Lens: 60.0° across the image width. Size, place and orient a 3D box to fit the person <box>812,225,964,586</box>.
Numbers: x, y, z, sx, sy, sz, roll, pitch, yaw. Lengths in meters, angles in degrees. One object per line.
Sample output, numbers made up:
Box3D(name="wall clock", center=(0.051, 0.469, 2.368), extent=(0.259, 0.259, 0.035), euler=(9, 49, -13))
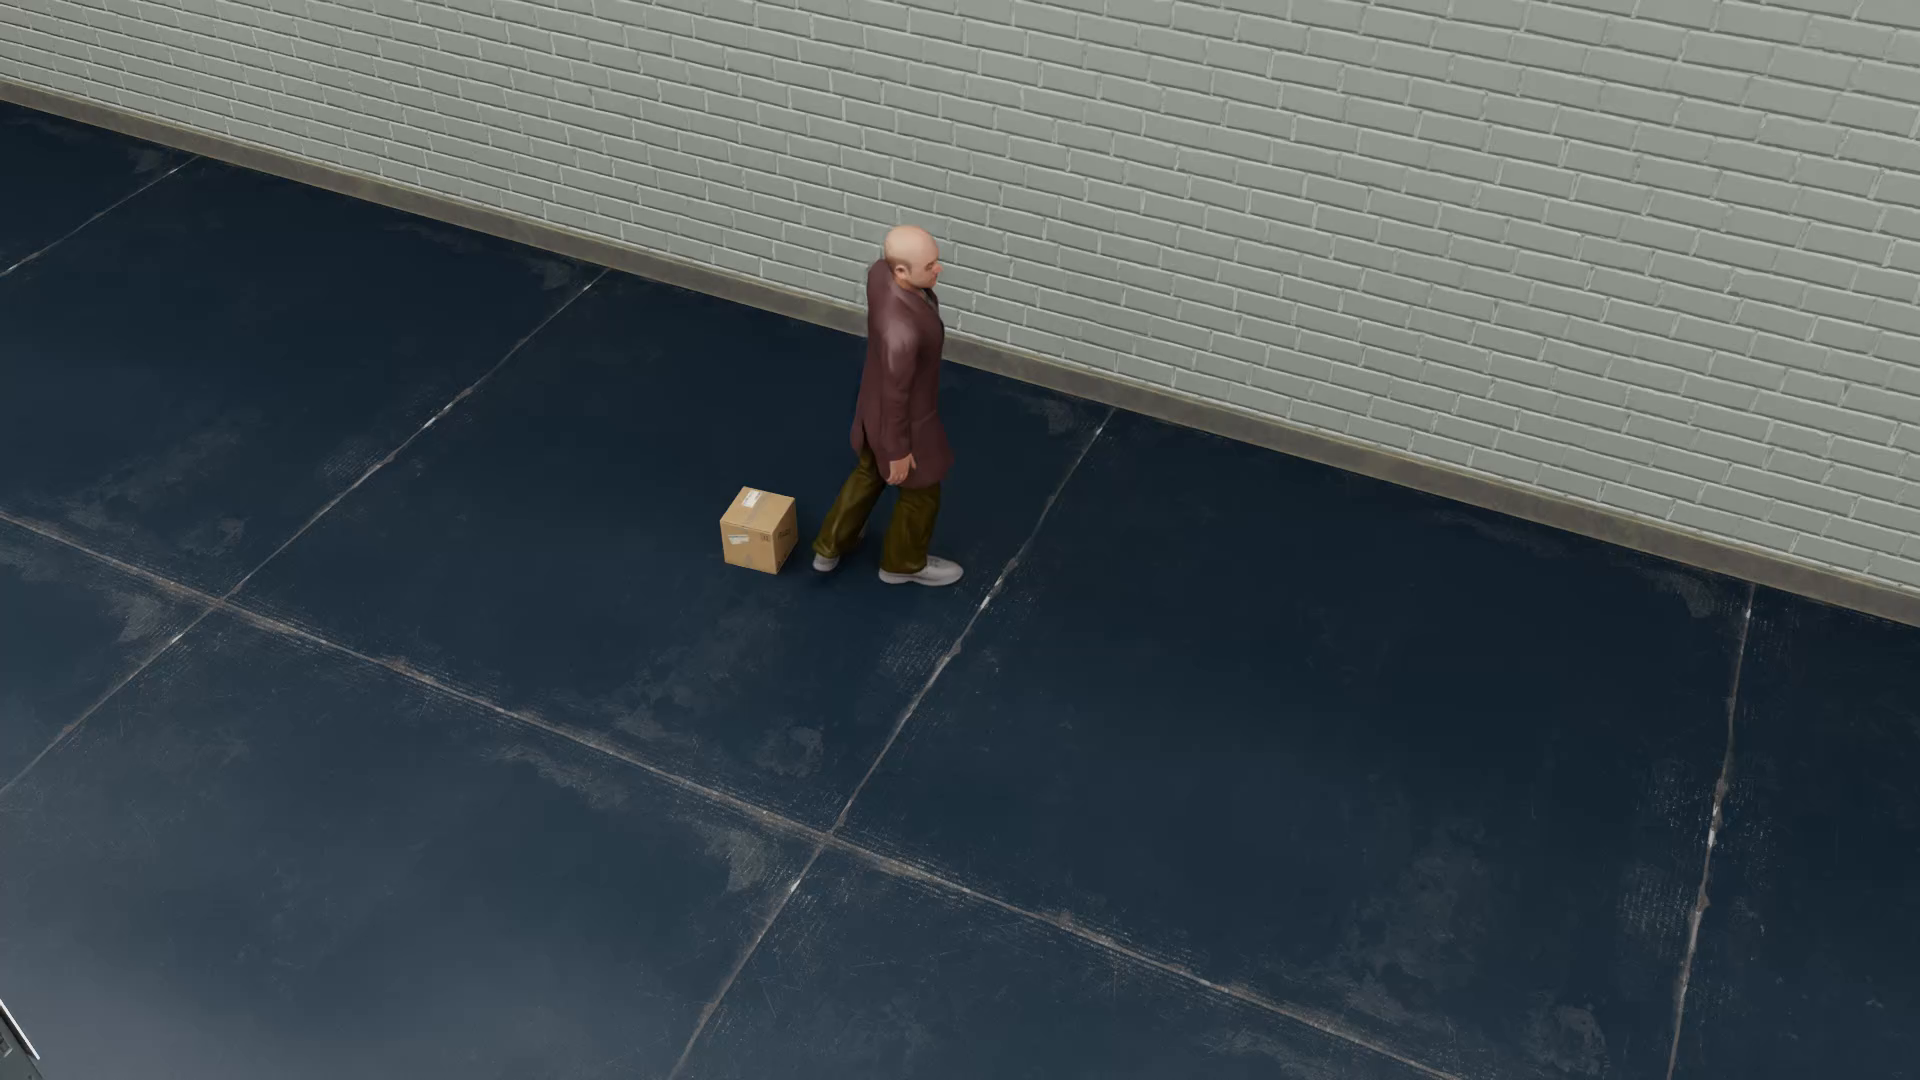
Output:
Box3D(name="person", center=(-0.319, -0.511, 6.749), extent=(0.641, 1.766, 0.619), euler=(-9, 42, -10))
